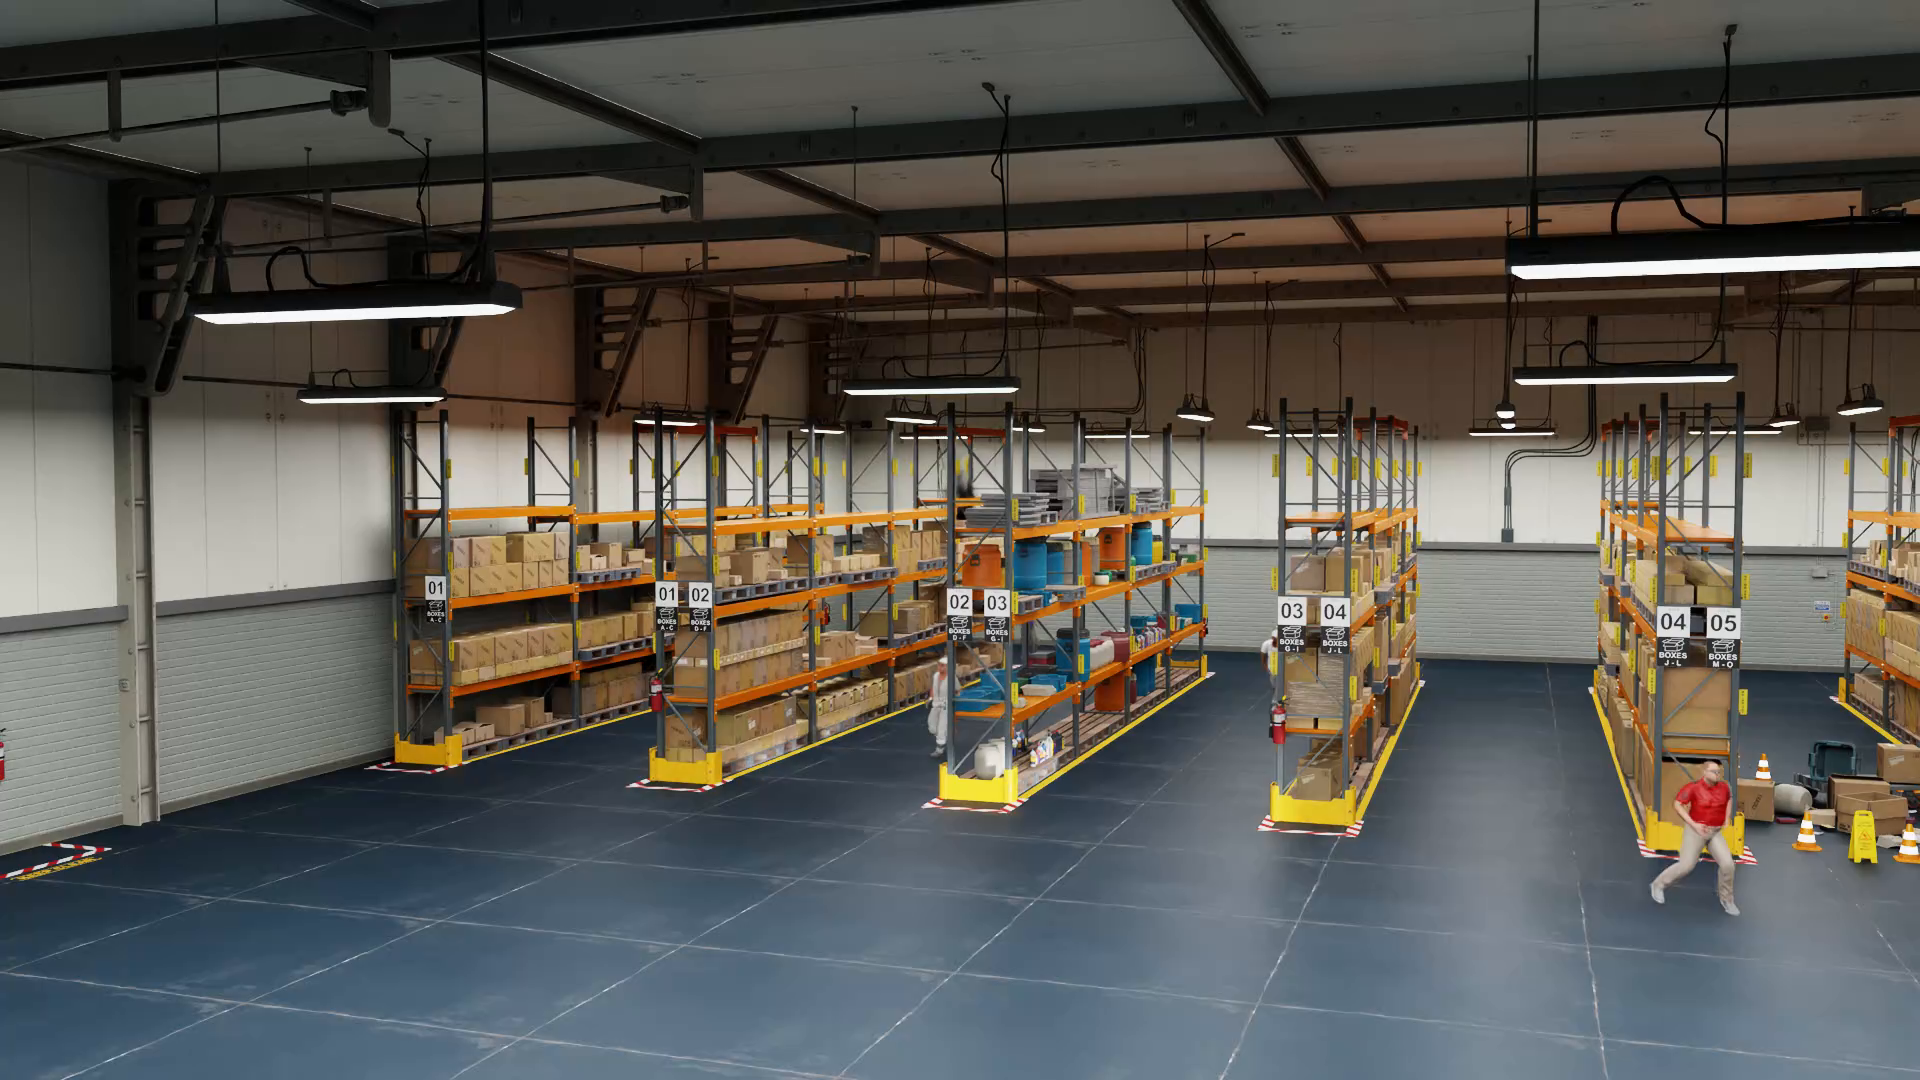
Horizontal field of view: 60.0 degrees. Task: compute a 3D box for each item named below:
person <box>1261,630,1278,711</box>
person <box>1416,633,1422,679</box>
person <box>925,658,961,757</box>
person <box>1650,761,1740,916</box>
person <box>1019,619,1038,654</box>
[{"bbox_3d":[6.625,2.693,34.665,0.702,1.708,0.941,1,3,13],"label":"person"},{"bbox_3d":[10.608,2.461,39.654,0.825,1.714,0.705,1,3,13],"label":"person"},{"bbox_3d":[-0.259,2.904,28.975,0.672,1.723,0.603,1,3,28],"label":"person"},{"bbox_3d":[8.409,3.366,18.903,0.905,1.736,0.757,-1,3,-14],"label":"person"},{"bbox_3d":[1.720,2.385,43.012,0.617,1.638,0.748,-1,3,-28],"label":"person"}]
